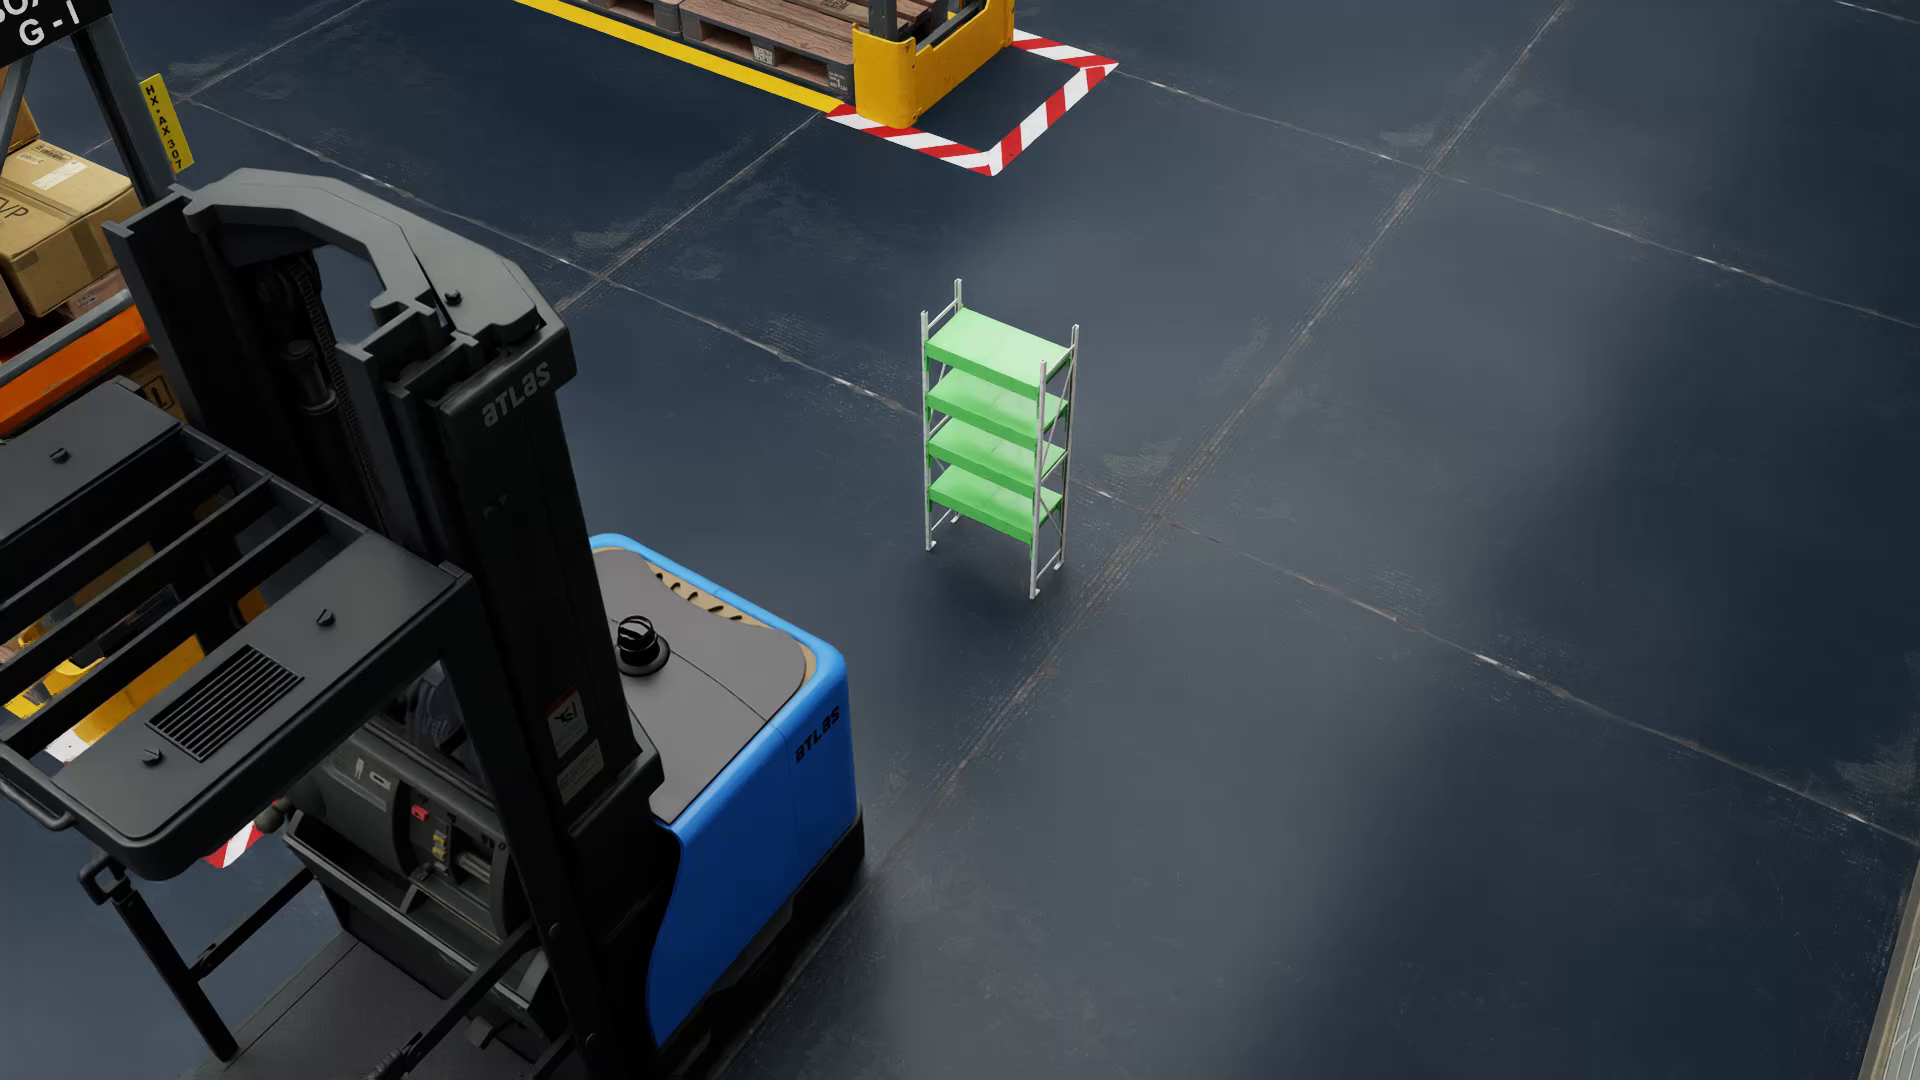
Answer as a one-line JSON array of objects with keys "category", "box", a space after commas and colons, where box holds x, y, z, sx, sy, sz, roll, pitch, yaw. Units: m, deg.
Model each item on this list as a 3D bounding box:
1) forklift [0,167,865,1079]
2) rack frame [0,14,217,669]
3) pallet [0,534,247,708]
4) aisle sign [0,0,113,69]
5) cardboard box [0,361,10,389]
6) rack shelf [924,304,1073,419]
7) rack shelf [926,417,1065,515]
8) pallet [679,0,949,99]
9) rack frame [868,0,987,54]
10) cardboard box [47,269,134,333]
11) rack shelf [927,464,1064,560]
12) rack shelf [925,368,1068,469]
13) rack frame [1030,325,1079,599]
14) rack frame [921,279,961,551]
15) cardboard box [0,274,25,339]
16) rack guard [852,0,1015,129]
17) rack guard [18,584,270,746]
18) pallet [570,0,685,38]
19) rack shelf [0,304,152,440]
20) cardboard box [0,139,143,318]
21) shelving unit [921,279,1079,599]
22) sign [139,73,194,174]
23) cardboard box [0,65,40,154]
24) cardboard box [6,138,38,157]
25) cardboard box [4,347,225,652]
[{"category": "forklift", "box": [-1.560, 0.750, 3.977, 1.130, 2.935, 3.031, 26, 51, 23]}, {"category": "rack frame", "box": [-2.829, -0.652, 5.292, 0.127, 3.000, 1.000, 25, 51, 22]}, {"category": "pallet", "box": [-3.544, 0.057, 6.547, 1.213, 0.211, 1.003, 25, 51, 22]}, {"category": "aisle sign", "box": [-2.606, -1.711, 4.509, 0.004, 0.787, 0.394, 25, 51, 22]}, {"category": "cardboard box", "box": [-3.307, -0.504, 5.323, 0.250, 0.149, 0.380, 26, 51, 23]}, {"category": "rack shelf", "box": [0.139, -0.644, 5.959, 0.480, 0.148, 0.258, 25, 51, 22]}, {"category": "rack shelf", "box": [0.139, -0.310, 6.303, 0.480, 0.148, 0.258, 25, 51, 22]}, {"category": "pallet", "box": [-0.828, -3.013, 9.531, 1.213, 0.211, 1.003, 25, 51, 22]}, {"category": "rack frame", "box": [-0.155, -3.642, 8.198, 0.127, 3.000, 1.000, 25, 51, 22]}, {"category": "cardboard box", "box": [-2.950, -0.901, 5.709, 0.250, 0.149, 0.380, 25, 51, 23]}, {"category": "rack shelf", "box": [0.139, -0.142, 6.475, 0.480, 0.148, 0.258, 25, 51, 22]}, {"category": "rack shelf", "box": [0.139, -0.477, 6.131, 0.480, 0.148, 0.258, 25, 51, 22]}, {"category": "rack frame", "box": [0.345, -0.260, 6.166, 0.015, 1.200, 0.240, 25, 51, 22]}, {"category": "rack frame", "box": [-0.066, -0.449, 6.349, 0.015, 1.200, 0.240, 25, 51, 22]}, {"category": "cardboard box", "box": [-3.380, -0.731, 5.266, 0.500, 0.250, 0.500, 24, 50, 22]}, {"category": "rack guard", "box": [-0.128, -2.770, 9.093, 0.348, 0.500, 1.175, 25, 51, 22]}, {"category": "rack guard", "box": [-2.809, 0.228, 6.180, 0.348, 0.500, 1.175, 25, 51, 22]}, {"category": "pallet", "box": [-1.851, -3.486, 9.990, 1.213, 0.211, 1.003, 25, 51, 22]}, {"category": "rack shelf", "box": [-4.512, -1.176, 6.303, 4.000, 0.370, 1.077, 25, 51, 22]}, {"category": "cardboard box", "box": [-3.087, -1.052, 5.578, 0.500, 0.250, 0.500, 23, 50, 21]}, {"category": "shelving unit", "box": [0.139, -0.354, 6.257, 0.503, 1.200, 0.258, 25, 51, 22]}, {"category": "sign", "box": [-2.524, -1.314, 5.277, 0.005, 0.325, 0.100, 25, 51, 22]}, {"category": "cardboard box", "box": [-3.508, -1.507, 5.497, 0.500, 0.500, 0.500, 24, 50, 21]}, {"category": "cardboard box", "box": [-3.528, -1.250, 5.770, 0.500, 0.250, 0.500, 24, 51, 22]}, {"category": "cardboard box", "box": [-3.411, -0.258, 6.097, 0.875, 0.875, 0.875, 25, 51, 22]}]
